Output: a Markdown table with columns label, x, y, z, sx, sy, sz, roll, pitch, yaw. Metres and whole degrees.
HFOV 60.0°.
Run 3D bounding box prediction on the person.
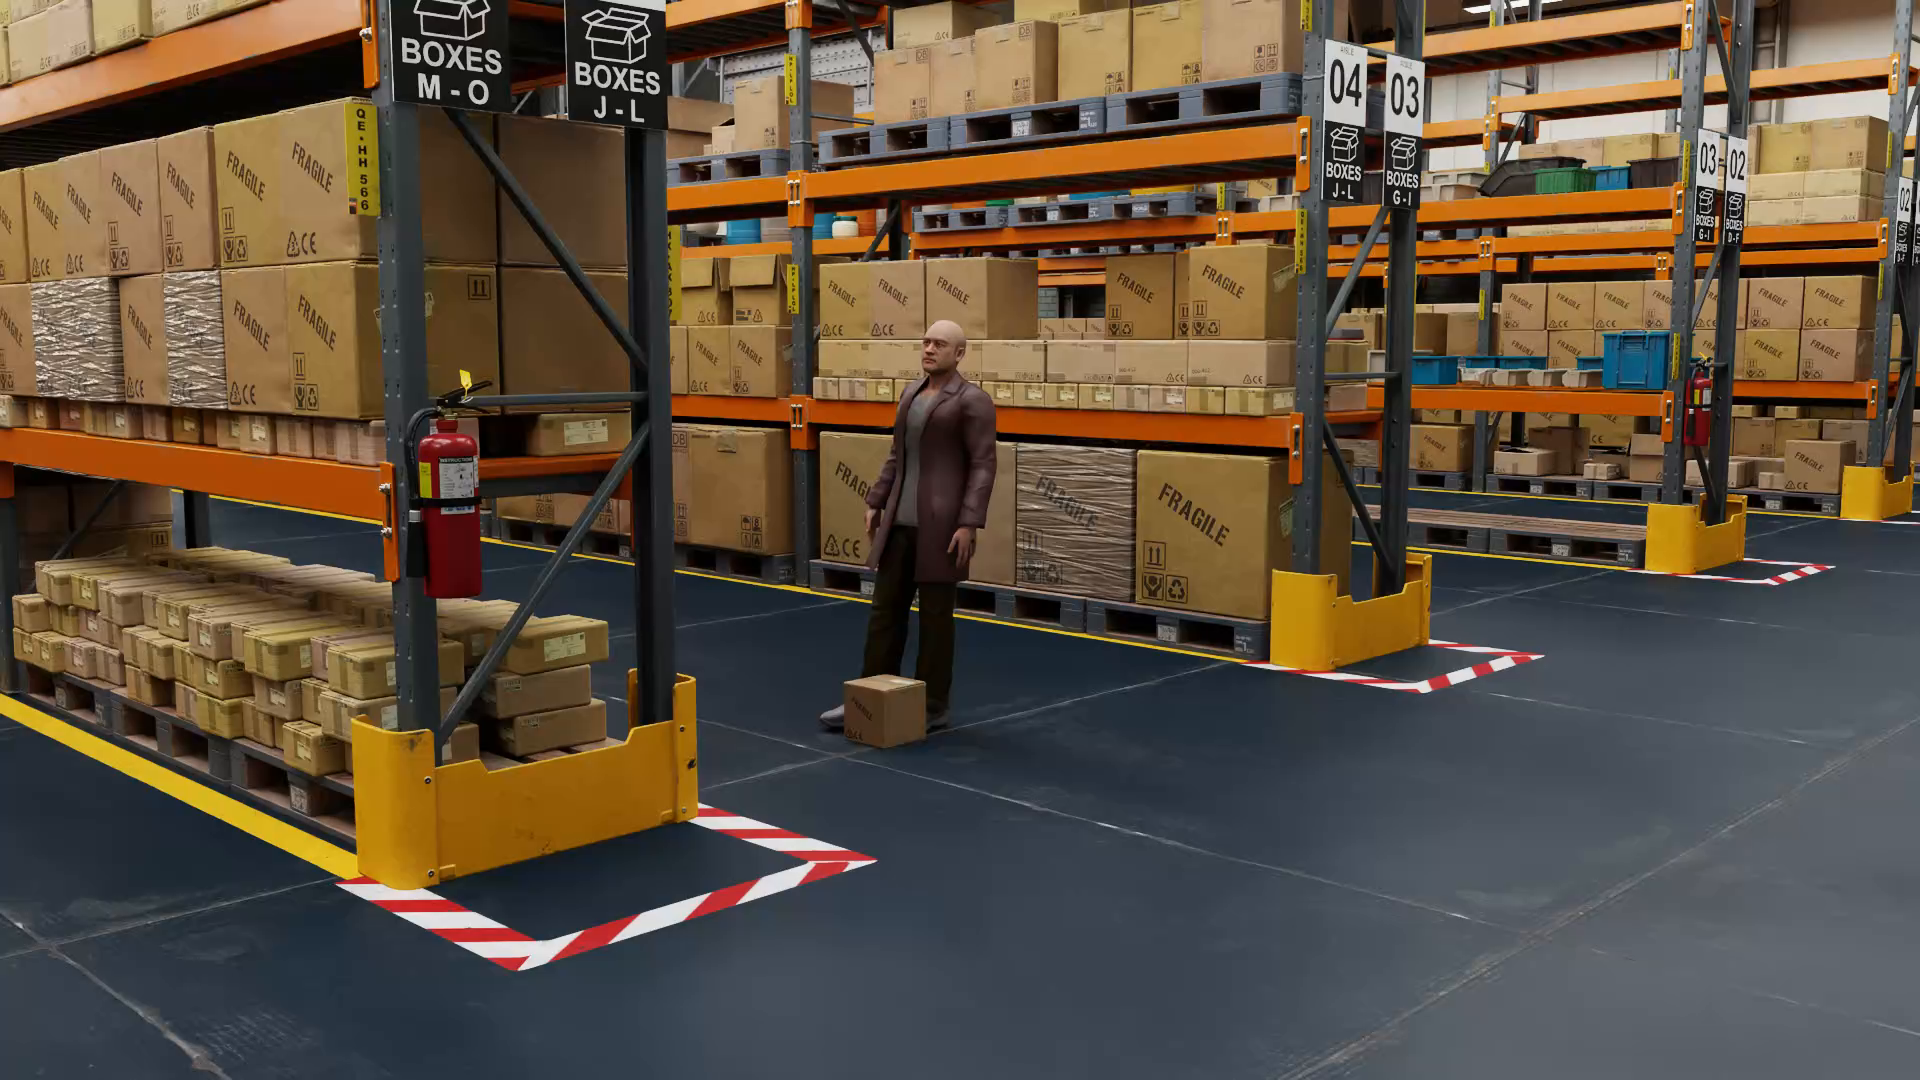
| label | x | y | z | sx | sy | sz | roll | pitch | yaw |
| --- | --- | --- | --- | --- | --- | --- | --- | --- | --- |
| person | -0.207 | -0.054 | 7.182 | 0.698 | 1.779 | 0.579 | 7 | 10 | 43 |
